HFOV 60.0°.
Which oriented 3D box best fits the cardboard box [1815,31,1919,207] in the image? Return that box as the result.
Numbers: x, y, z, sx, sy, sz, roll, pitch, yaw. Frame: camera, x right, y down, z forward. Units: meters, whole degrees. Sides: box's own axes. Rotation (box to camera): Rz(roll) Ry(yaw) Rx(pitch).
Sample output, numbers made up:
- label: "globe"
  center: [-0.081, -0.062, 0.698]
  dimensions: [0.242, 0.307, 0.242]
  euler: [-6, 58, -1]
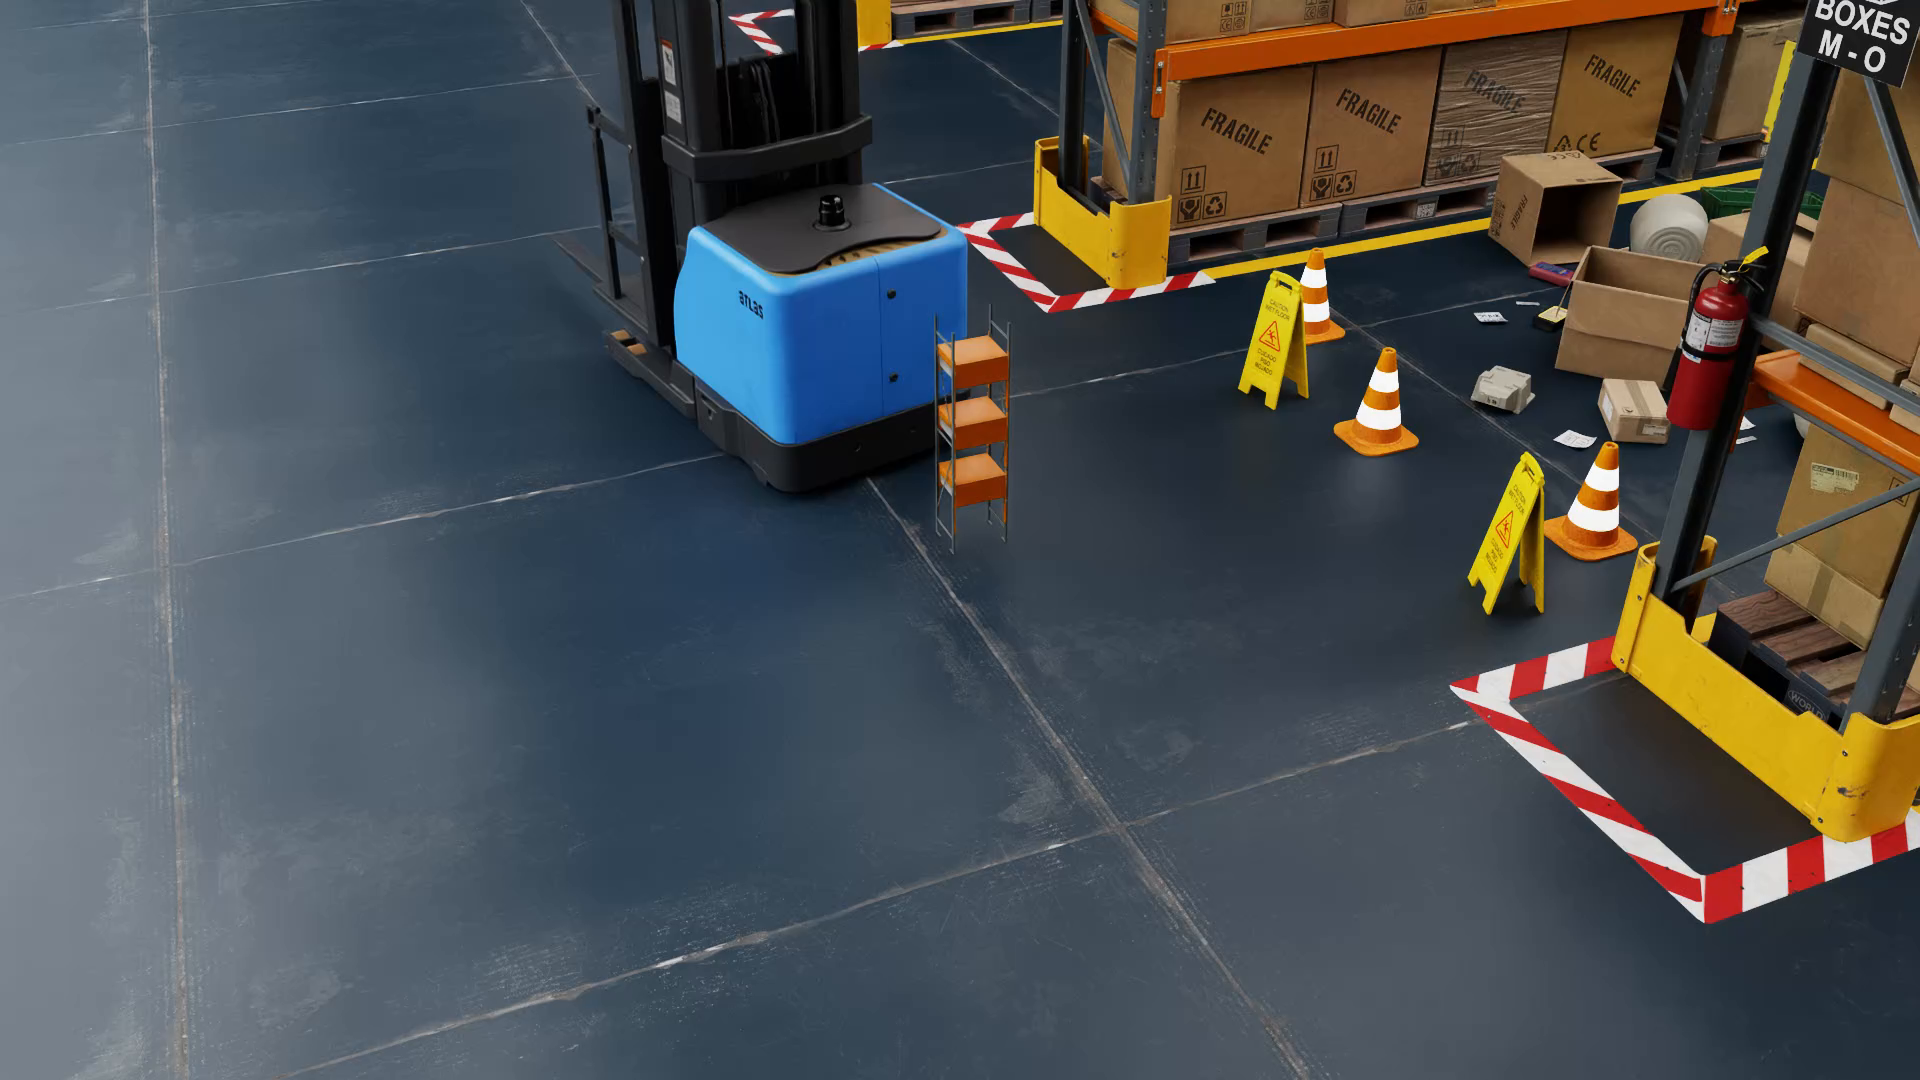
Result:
- label: "cardboard box"
  center: [3.236, -1.333, 5.267]
  dimensions: [0.500, 0.500, 0.700]
  euler: [-14, 35, -20]

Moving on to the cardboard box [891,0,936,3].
- label: "cardboard box"
  center: [-0.405, -4.764, 13.729]
  dimensions: [0.500, 0.500, 0.500]
  euler: [-7, 34, -10]

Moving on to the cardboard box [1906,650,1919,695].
- label: "cardboard box"
  center: [3.700, 0.416, 5.997]
  dimensions: [0.500, 0.250, 0.500]
  euler: [-13, 35, -19]

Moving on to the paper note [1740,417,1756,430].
- label: "paper note"
  center: [3.792, -0.585, 8.131]
  dimensions: [0.142, 0.019, 0.148]
  euler: [-2, 33, -2]

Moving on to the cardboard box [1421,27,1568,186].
- label: "cardboard box"
  center: [3.092, -2.837, 10.423]
  dimensions: [0.875, 0.875, 0.875]
  euler: [-13, 35, -19]

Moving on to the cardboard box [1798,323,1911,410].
- label: "cardboard box"
  center: [3.112, -0.611, 5.668]
  dimensions: [0.250, 0.149, 0.380]
  euler: [-12, 35, -17]

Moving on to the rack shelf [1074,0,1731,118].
- label: "rack shelf"
  center: [2.684, -3.118, 9.951]
  dimensions: [4.000, 0.370, 1.077]
  euler: [-13, 35, -19]

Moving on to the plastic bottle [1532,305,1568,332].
- label: "plastic bottle"
  center: [3.252, -1.217, 9.064]
  dimensions: [0.283, 0.061, 0.133]
  euler: [-27, 42, -35]

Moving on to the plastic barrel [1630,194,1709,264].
- label: "plastic barrel"
  center: [4.076, -1.751, 9.553]
  dimensions: [0.421, 0.421, 0.512]
  euler: [10, 34, 14]

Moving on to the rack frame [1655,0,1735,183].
- label: "rack frame"
  center: [4.528, -3.842, 10.404]
  dimensions: [0.127, 3.000, 1.000]
  euler: [-13, 35, -19]

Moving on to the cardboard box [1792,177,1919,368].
- label: "cardboard box"
  center: [3.243, -0.949, 5.594]
  dimensions: [0.500, 0.500, 0.500]
  euler: [-14, 35, -20]

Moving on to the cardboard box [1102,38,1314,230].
- label: "cardboard box"
  center: [1.440, -2.459, 9.842]
  dimensions: [0.875, 0.875, 0.875]
  euler: [-13, 35, -19]

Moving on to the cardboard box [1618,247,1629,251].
- label: "cardboard box"
  center: [3.656, -1.407, 9.168]
  dimensions: [0.258, 0.266, 0.396]
  euler: [-7, 34, -11]

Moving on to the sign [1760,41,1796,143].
- label: "sign"
  center: [2.653, -1.430, 5.347]
  dimensions: [0.005, 0.325, 0.100]
  euler: [-13, 35, -19]

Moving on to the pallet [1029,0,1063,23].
- label: "pallet"
  center: [0.969, -4.769, 14.386]
  dimensions: [1.213, 0.211, 1.003]
  euler: [-13, 35, -19]

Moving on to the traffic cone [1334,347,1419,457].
- label: "traffic cone"
  center: [2.003, -0.692, 7.889]
  dimensions: [0.334, 0.463, 0.336]
  euler: [-13, 35, -19]

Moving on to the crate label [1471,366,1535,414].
- label: "crate label"
  center: [2.704, -0.753, 8.281]
  dimensions: [0.250, 0.136, 0.298]
  euler: [23, 39, 30]

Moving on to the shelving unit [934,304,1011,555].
- label: "shelving unit"
  center: [0.049, -0.451, 6.981]
  dimensions: [0.252, 1.050, 0.215]
  euler: [-13, 35, -19]

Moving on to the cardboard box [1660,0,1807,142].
- label: "cardboard box"
  center: [5.066, -3.251, 11.174]
  dimensions: [0.750, 0.750, 1.050]
  euler: [-13, 35, -19]

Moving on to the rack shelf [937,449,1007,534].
- label: "rack shelf"
  center: [0.049, -0.210, 7.138]
  dimensions: [0.240, 0.259, 0.215]
  euler: [-13, 35, -19]

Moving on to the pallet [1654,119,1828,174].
- label: "pallet"
  center: [5.211, -2.874, 11.473]
  dimensions: [1.213, 0.211, 1.003]
  euler: [-13, 35, -19]

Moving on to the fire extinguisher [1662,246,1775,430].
- label: "fire extinguisher"
  center: [2.566, -0.705, 5.653]
  dimensions: [0.183, 0.674, 0.296]
  euler: [-13, 35, -19]

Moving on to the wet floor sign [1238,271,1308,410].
- label: "wet floor sign"
  center: [1.580, -1.009, 8.208]
  dimensions: [0.232, 0.644, 0.267]
  euler: [-19, 38, -27]

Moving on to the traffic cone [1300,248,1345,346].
- label: "traffic cone"
  center: [1.880, -1.332, 8.873]
  dimensions: [0.334, 0.463, 0.336]
  euler: [-13, 35, -19]

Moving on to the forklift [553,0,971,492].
- label: "forklift"
  center: [-1.198, -2.200, 7.944]
  dimensions: [1.130, 2.935, 3.031]
  euler: [-21, 38, -28]

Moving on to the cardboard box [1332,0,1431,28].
- label: "cardboard box"
  center: [2.228, -3.343, 9.500]
  dimensions: [0.550, 0.550, 0.875]
  euler: [-13, 35, -19]

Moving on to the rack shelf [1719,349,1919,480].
- label: "rack shelf"
  center: [4.694, -0.650, 6.158]
  dimensions: [4.000, 0.370, 1.077]
  euler: [-13, 35, -19]

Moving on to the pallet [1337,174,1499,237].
- label: "pallet"
  center: [2.670, -2.292, 10.579]
  dimensions: [1.213, 0.211, 1.003]
  euler: [-13, 35, -19]

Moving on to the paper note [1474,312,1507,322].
- label: "paper note"
  center: [2.905, -1.220, 9.099]
  dimensions: [0.142, 0.017, 0.144]
  euler: [-2, 33, -2]

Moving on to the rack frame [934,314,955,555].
- label: "rack frame"
  center: [-0.063, -0.426, 6.941]
  dimensions: [0.008, 1.050, 0.200]
  euler: [-13, 35, -19]

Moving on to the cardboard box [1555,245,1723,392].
- label: "cardboard box"
  center: [3.489, -1.127, 8.521]
  dimensions: [0.797, 0.503, 0.637]
  euler: [16, 36, 23]

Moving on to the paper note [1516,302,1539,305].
- label: "paper note"
  center: [3.165, -1.318, 9.267]
  dimensions: [0.123, 0.001, 0.032]
  euler: [4, 33, 6]

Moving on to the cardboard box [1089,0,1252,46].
- label: "cardboard box"
  center: [1.165, -3.161, 9.220]
  dimensions: [0.550, 0.550, 0.875]
  euler: [-13, 35, -19]

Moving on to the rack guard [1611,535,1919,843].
- label: "rack guard"
  center: [2.920, 0.502, 6.020]
  dimensions: [0.348, 0.500, 1.175]
  euler: [-13, 35, -19]
